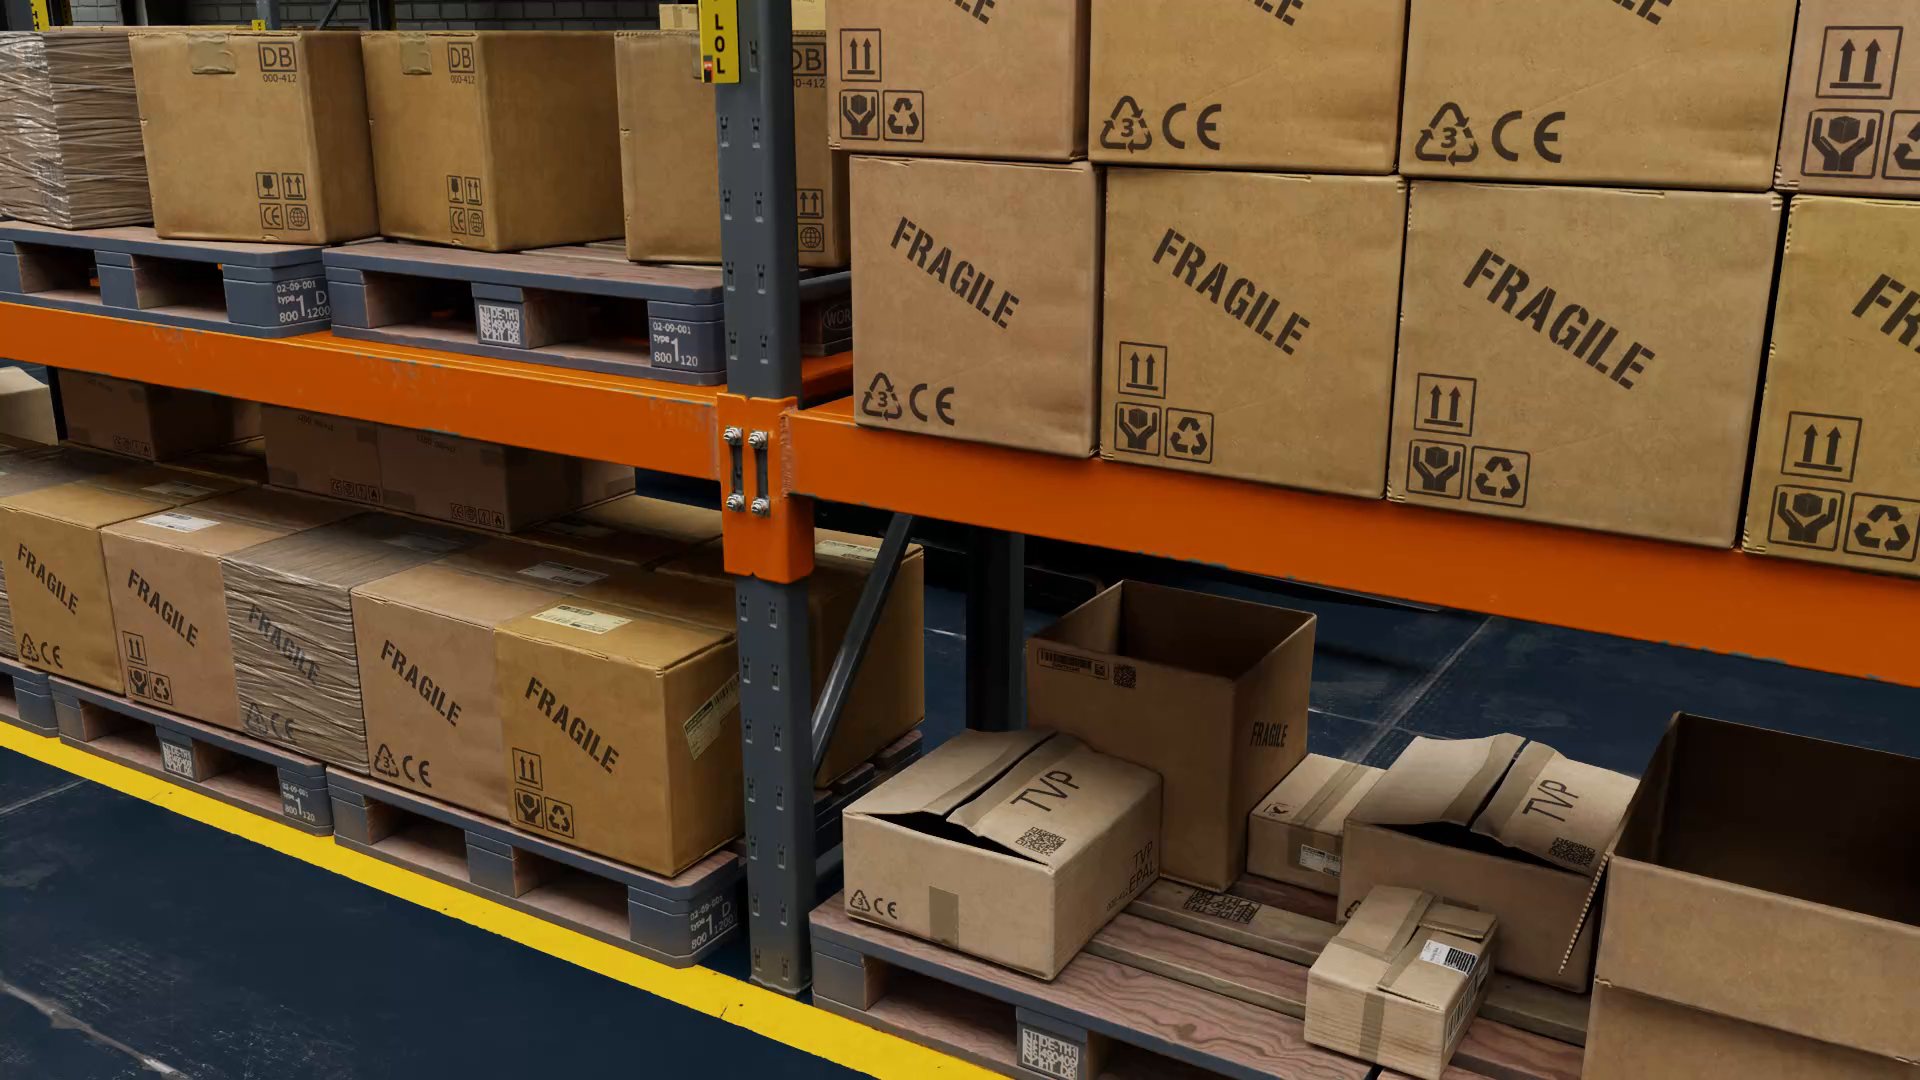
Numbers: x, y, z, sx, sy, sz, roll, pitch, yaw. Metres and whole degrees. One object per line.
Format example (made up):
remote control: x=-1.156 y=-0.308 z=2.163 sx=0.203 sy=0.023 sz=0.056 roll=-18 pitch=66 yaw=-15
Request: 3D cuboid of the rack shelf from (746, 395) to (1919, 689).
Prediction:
rack shelf: x=1.556 y=0.076 z=2.706 sx=4.000 sy=0.370 sz=1.077 roll=10 pitch=20 yaw=30

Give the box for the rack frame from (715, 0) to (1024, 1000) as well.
rack frame: x=-0.148 y=-0.572 z=3.603 sx=0.127 sy=3.000 sz=1.000 roll=10 pitch=20 yaw=30

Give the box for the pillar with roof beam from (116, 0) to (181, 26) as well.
pillar with roof beam: x=-8.988 y=-5.537 z=9.626 sx=0.400 sy=9.000 sz=9.100 roll=10 pitch=20 yaw=30

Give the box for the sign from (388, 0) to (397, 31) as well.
sign: x=-4.088 y=-3.708 z=11.936 sx=0.005 sy=0.325 sz=0.100 roll=10 pitch=20 yaw=30

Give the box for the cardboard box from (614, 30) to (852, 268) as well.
cardboard box: x=-0.435 y=-0.948 z=3.947 sx=0.500 sy=0.500 sz=0.700 roll=4 pitch=17 yaw=12

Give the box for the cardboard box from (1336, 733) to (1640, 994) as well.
cardboard box: x=1.125 y=0.635 z=3.501 sx=0.500 sy=0.311 sz=0.500 roll=10 pitch=20 yaw=30

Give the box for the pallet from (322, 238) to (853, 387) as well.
pallet: x=-0.772 y=-0.629 z=4.120 sx=1.213 sy=0.211 sz=1.003 roll=10 pitch=20 yaw=30

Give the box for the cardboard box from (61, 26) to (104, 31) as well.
cardboard box: x=-6.236 y=-3.541 z=12.311 sx=0.500 sy=0.500 sz=0.500 roll=11 pitch=20 yaw=32

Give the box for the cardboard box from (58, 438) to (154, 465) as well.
cardboard box: x=-2.637 y=-0.111 z=5.629 sx=0.500 sy=0.500 sz=0.500 roll=11 pitch=20 yaw=32

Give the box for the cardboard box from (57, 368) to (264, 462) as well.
cardboard box: x=-2.586 y=-0.462 z=5.495 sx=0.500 sy=0.250 sz=0.500 roll=11 pitch=20 yaw=32

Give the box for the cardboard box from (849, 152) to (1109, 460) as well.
cardboard box: x=0.144 y=-0.475 z=3.111 sx=0.500 sy=0.500 sz=0.500 roll=11 pitch=20 yaw=31

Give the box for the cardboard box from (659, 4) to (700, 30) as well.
cardboard box: x=-1.559 y=-3.067 z=9.772 sx=0.250 sy=0.149 sz=0.380 roll=7 pitch=18 yaw=21

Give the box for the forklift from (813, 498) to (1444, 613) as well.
forklift: x=0.509 y=-1.295 z=6.101 sx=3.031 sy=2.935 sz=1.130 roll=12 pitch=21 yaw=34

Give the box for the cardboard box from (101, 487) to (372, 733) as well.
cardboard box: x=-1.997 y=0.179 z=4.675 sx=0.500 sy=0.500 sz=0.500 roll=9 pitch=19 yaw=28

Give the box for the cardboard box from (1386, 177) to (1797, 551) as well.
cardboard box: x=1.007 y=-0.321 z=2.605 sx=0.500 sy=0.500 sz=0.500 roll=10 pitch=20 yaw=30

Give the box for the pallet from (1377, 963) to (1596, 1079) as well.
pallet: x=1.480 y=1.052 z=3.054 sx=1.213 sy=0.211 sz=1.003 roll=10 pitch=20 yaw=30

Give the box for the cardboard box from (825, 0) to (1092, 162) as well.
cardboard box: x=0.106 y=-0.957 z=2.978 sx=0.500 sy=0.500 sz=0.500 roll=11 pitch=20 yaw=31

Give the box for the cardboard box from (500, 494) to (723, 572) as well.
cardboard box: x=-0.893 y=0.201 z=4.602 sx=0.500 sy=0.500 sz=0.500 roll=10 pitch=20 yaw=31

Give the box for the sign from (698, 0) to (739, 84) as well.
sign: x=-0.435 y=-0.988 z=2.981 sx=0.005 sy=0.325 sz=0.100 roll=10 pitch=20 yaw=30

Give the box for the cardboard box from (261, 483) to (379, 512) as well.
cardboard box: x=-1.745 y=0.046 z=5.112 sx=0.500 sy=0.500 sz=0.500 roll=9 pitch=19 yaw=28

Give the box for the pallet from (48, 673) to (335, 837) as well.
pallet: x=-1.905 y=0.463 z=4.995 sx=1.213 sy=0.211 sz=1.003 roll=10 pitch=20 yaw=30

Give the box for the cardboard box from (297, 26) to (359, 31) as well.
cardboard box: x=-4.667 y=-3.436 z=11.966 sx=0.500 sy=0.500 sz=0.500 roll=10 pitch=19 yaw=29

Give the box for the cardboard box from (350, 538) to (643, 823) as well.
cardboard box: x=-1.135 y=0.332 z=4.170 sx=0.500 sy=0.500 sz=0.500 roll=10 pitch=20 yaw=30

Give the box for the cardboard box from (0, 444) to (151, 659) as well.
cardboard box: x=-2.869 y=0.023 z=5.187 sx=0.500 sy=0.500 sz=0.500 roll=9 pitch=19 yaw=28

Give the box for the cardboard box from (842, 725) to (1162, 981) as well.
cardboard box: x=0.097 y=0.621 z=3.544 sx=0.500 sy=0.311 sz=0.500 roll=10 pitch=20 yaw=30

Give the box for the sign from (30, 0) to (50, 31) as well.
sign: x=-3.280 y=-1.832 z=5.897 sx=0.005 sy=0.325 sz=0.100 roll=10 pitch=20 yaw=30

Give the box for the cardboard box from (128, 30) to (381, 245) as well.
cardboard box: x=-1.686 y=-1.074 z=4.362 sx=0.500 sy=0.500 sz=0.700 roll=5 pitch=18 yaw=16

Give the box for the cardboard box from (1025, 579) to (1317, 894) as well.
cardboard box: x=0.486 y=0.430 z=3.849 sx=0.500 sy=0.500 sz=0.500 roll=10 pitch=20 yaw=30

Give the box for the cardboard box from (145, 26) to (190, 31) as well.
cardboard box: x=-5.369 y=-3.383 z=11.790 sx=0.500 sy=0.500 sz=0.500 roll=10 pitch=20 yaw=30

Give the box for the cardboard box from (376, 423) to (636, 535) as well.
cardboard box: x=-1.285 y=-0.231 z=4.735 sx=0.500 sy=0.250 sz=0.500 roll=10 pitch=20 yaw=30

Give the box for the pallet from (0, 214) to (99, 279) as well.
pallet: x=-2.942 y=-1.003 z=5.352 sx=1.003 sy=0.211 sz=1.213 roll=10 pitch=20 yaw=30

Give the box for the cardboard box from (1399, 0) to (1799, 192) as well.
cardboard box: x=0.984 y=-0.800 z=2.462 sx=0.500 sy=0.500 sz=0.500 roll=9 pitch=19 yaw=28

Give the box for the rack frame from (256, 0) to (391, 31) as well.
rack frame: x=-4.376 y=-3.016 z=11.650 sx=0.127 sy=3.000 sz=1.000 roll=10 pitch=20 yaw=30
